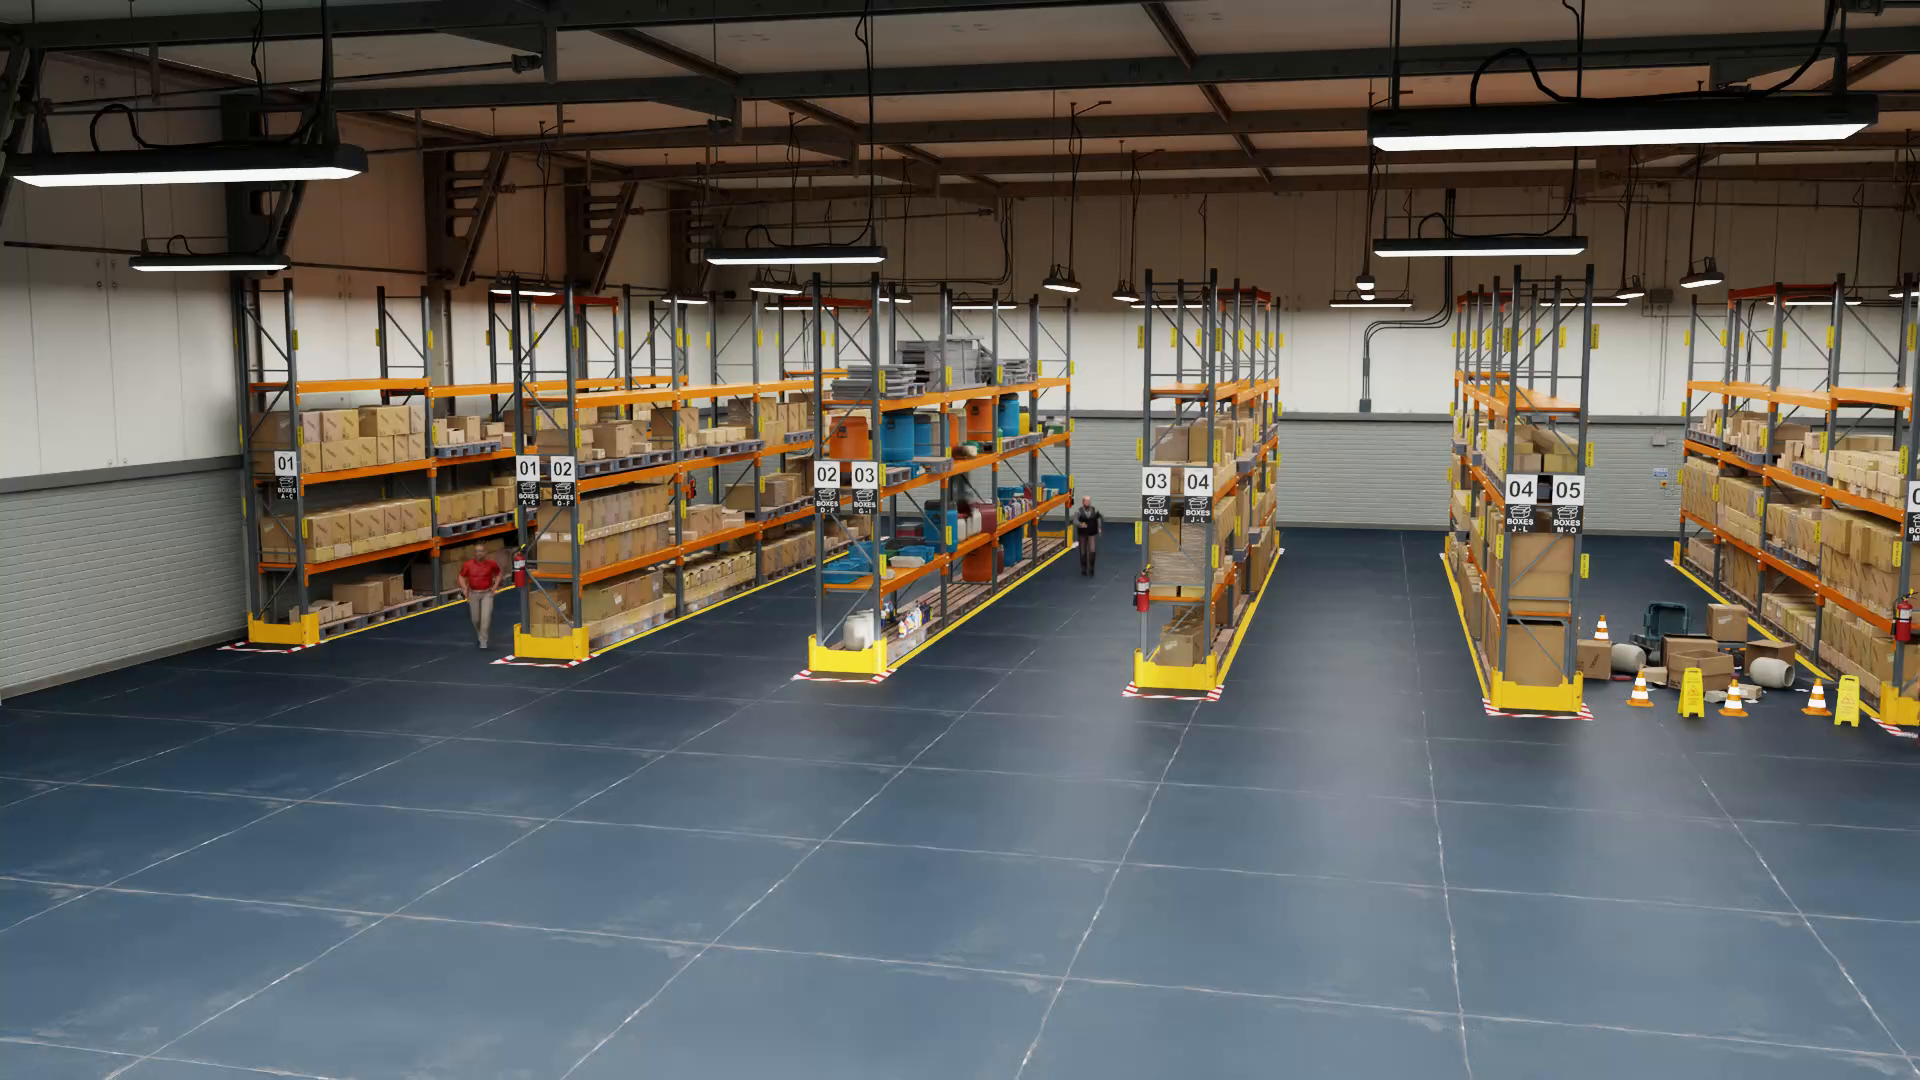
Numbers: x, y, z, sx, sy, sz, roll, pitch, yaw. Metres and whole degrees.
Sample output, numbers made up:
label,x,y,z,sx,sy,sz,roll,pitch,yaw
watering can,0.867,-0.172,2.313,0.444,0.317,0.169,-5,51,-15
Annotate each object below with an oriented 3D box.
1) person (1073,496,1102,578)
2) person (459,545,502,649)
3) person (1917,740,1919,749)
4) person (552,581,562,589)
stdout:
label,x,y,z,sx,sy,sz,roll,pitch,yaw
person,2.701,-0.063,35.211,0.629,1.754,0.813,0,7,1
person,-7.843,0.907,27.230,0.684,1.688,0.769,-1,7,-11
person,11.973,1.836,19.903,0.670,1.590,0.659,0,7,1
person,-7.355,0.445,30.905,0.651,1.791,0.888,0,7,-1
